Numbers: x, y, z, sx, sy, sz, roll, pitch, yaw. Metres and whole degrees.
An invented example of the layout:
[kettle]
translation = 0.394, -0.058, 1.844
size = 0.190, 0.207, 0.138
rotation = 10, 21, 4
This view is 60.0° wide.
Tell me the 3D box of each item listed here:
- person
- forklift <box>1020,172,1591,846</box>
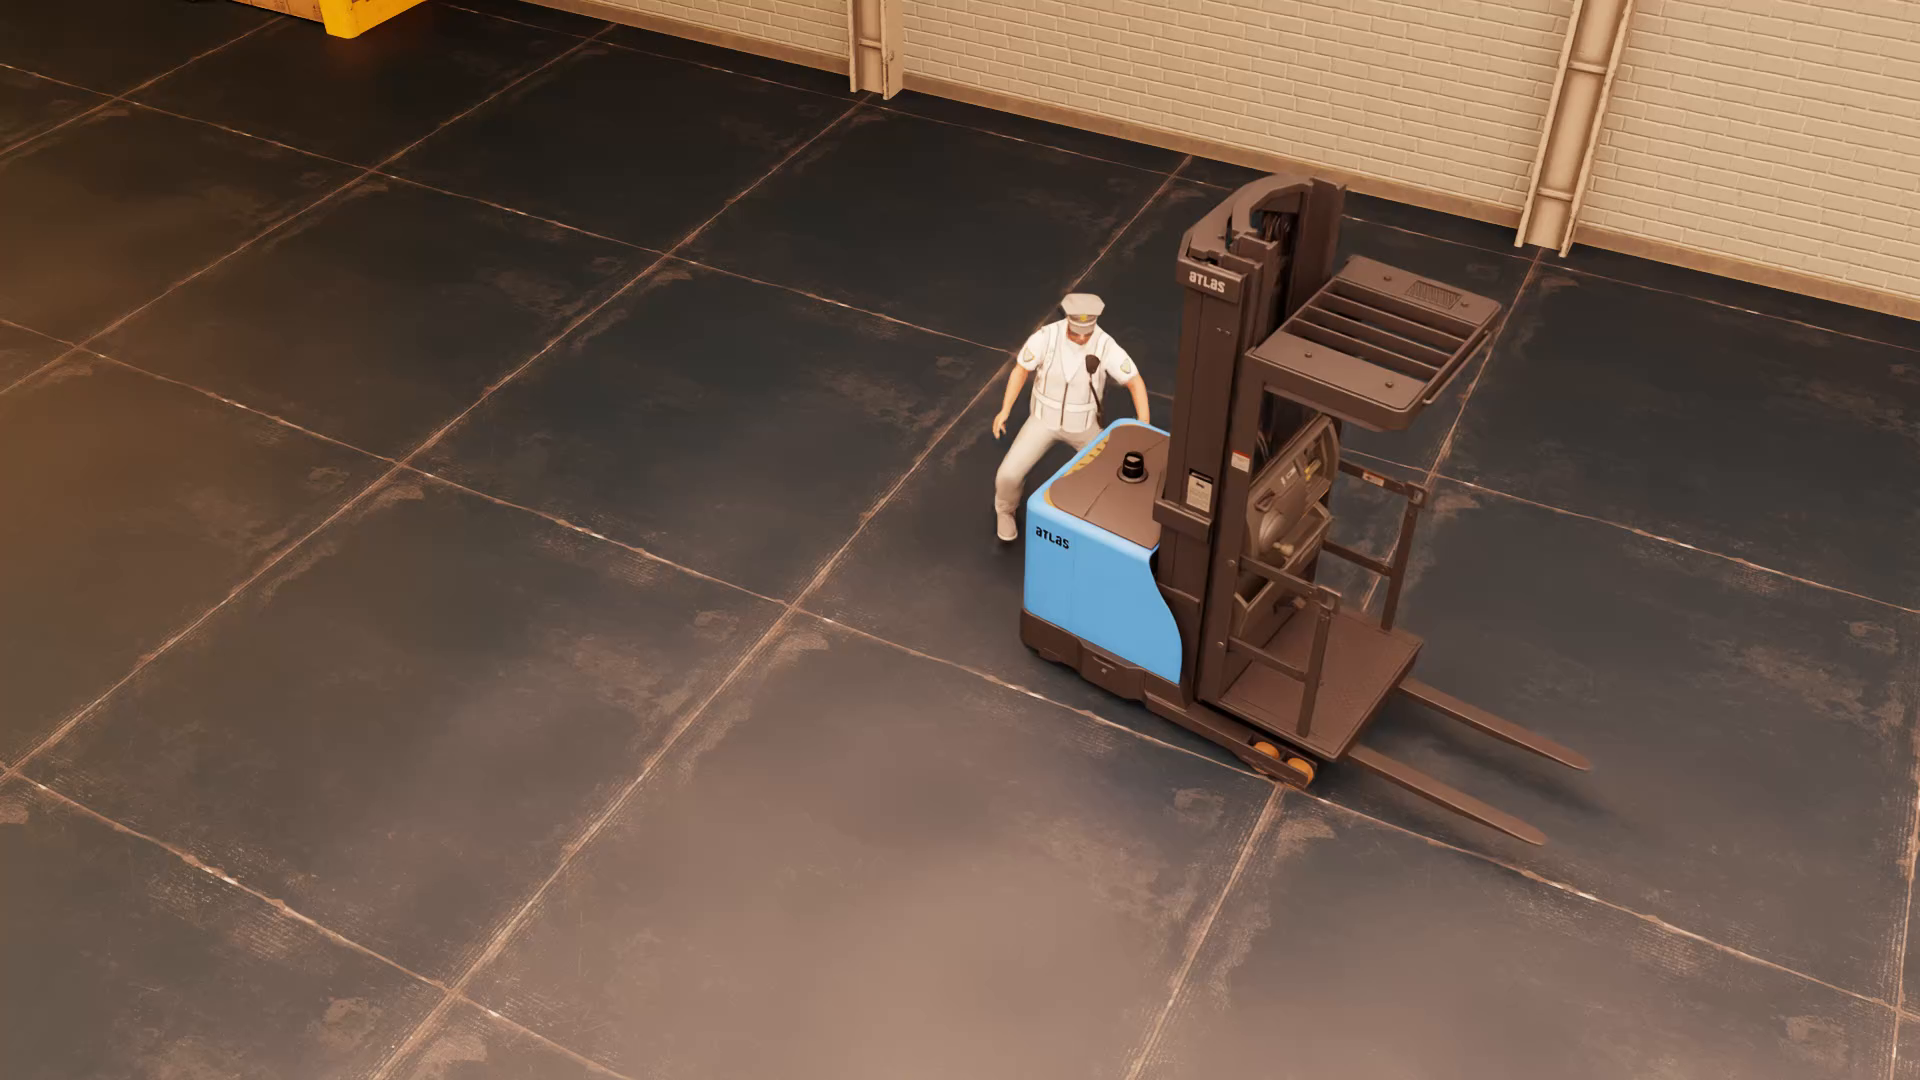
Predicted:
[person]
translation = 0.697, -0.724, 9.909
size = 0.971, 1.628, 0.722
rotation = 6, 41, 8
[forklift]
translation = 1.831, -0.205, 8.230
size = 3.031, 2.935, 1.130
rotation = 25, 46, 27
